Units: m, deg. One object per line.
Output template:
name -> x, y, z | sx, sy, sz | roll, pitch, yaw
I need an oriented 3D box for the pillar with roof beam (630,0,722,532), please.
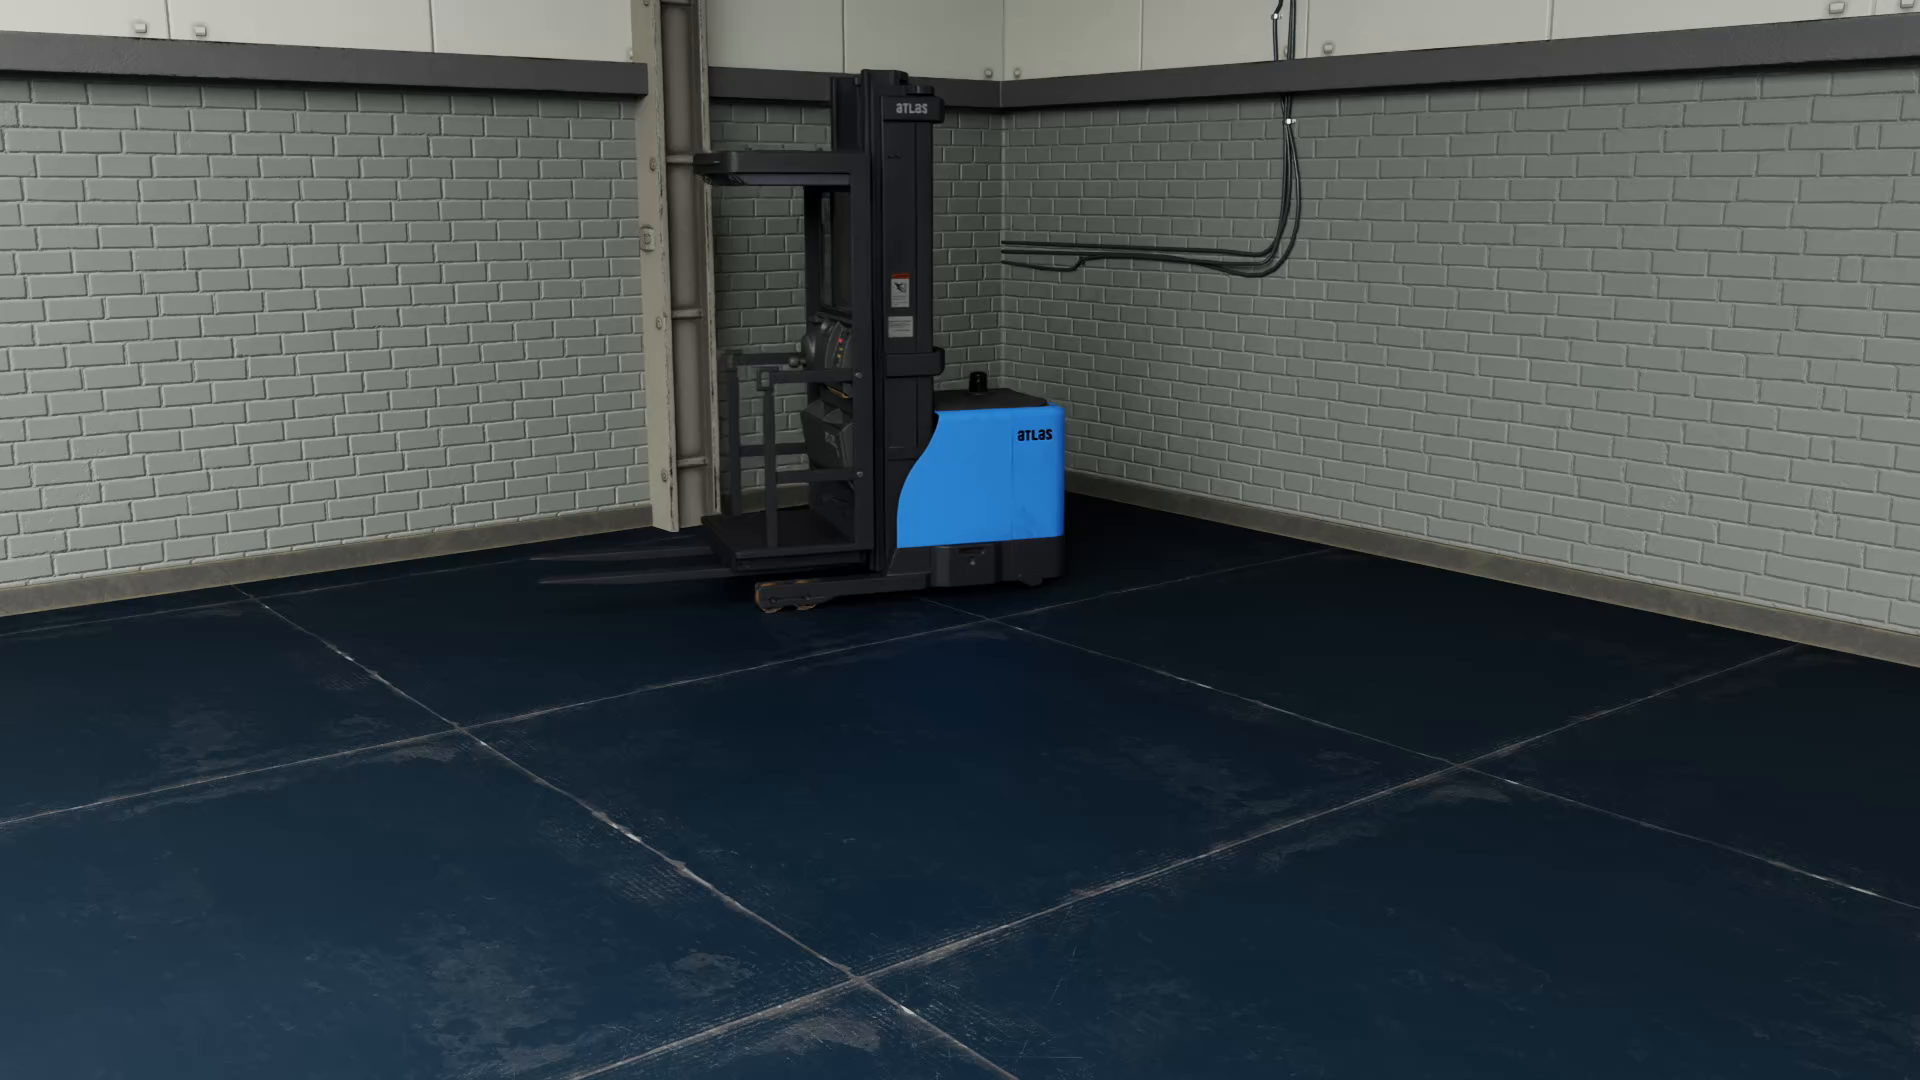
pillar with roof beam -> 0.779, -3.808, 7.395 | 0.400, 9.000, 9.100 | -9, 15, -38

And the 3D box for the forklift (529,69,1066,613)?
forklift -> -0.947, -1.153, 9.502 | 3.031, 2.935, 1.130 | -4, 13, -18

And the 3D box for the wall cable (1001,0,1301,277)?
wall cable -> 1.216, -3.155, 11.796 | 0.112, 2.526, 3.097 | -9, 15, -38
